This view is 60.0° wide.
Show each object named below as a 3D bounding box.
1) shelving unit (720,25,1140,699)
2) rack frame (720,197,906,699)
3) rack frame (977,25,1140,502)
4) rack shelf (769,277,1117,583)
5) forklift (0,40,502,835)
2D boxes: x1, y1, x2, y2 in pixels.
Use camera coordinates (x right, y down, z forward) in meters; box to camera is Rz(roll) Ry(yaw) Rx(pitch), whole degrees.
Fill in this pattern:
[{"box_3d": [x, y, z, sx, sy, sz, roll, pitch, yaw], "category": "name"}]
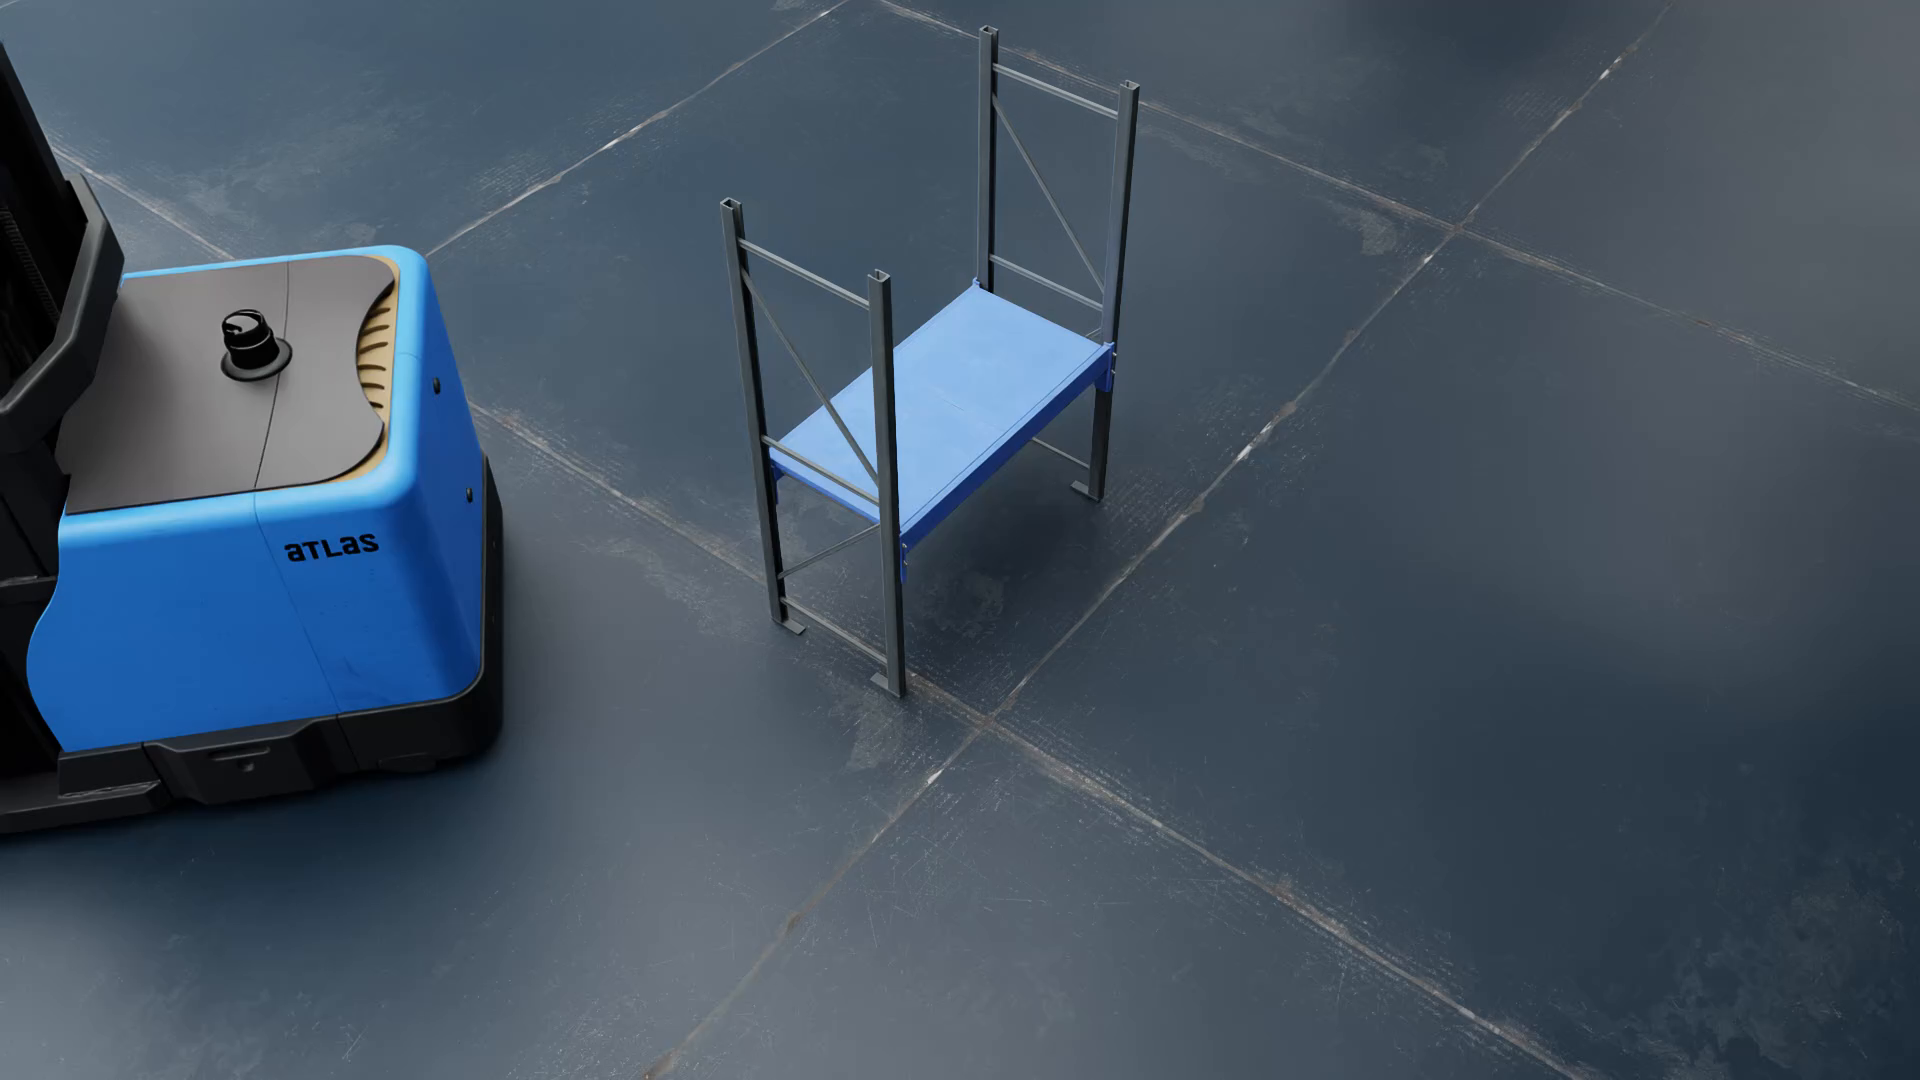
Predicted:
[{"box_3d": [-0.052, -0.469, 4.661, 0.538, 1.500, 1.048, 29, 53, 25], "category": "shelving unit"}, {"box_3d": [-0.363, -0.178, 4.383, 0.500, 1.500, 0.032, 29, 53, 25], "category": "rack frame"}, {"box_3d": [0.259, -0.760, 4.939, 0.500, 1.500, 0.032, 29, 53, 25], "category": "rack frame"}, {"box_3d": [-0.052, -0.345, 4.791, 0.538, 0.185, 1.000, 29, 53, 25], "category": "rack shelf"}, {"box_3d": [-2.851, -0.550, 3.748, 3.031, 2.935, 1.130, -8, 47, -7], "category": "forklift"}]
